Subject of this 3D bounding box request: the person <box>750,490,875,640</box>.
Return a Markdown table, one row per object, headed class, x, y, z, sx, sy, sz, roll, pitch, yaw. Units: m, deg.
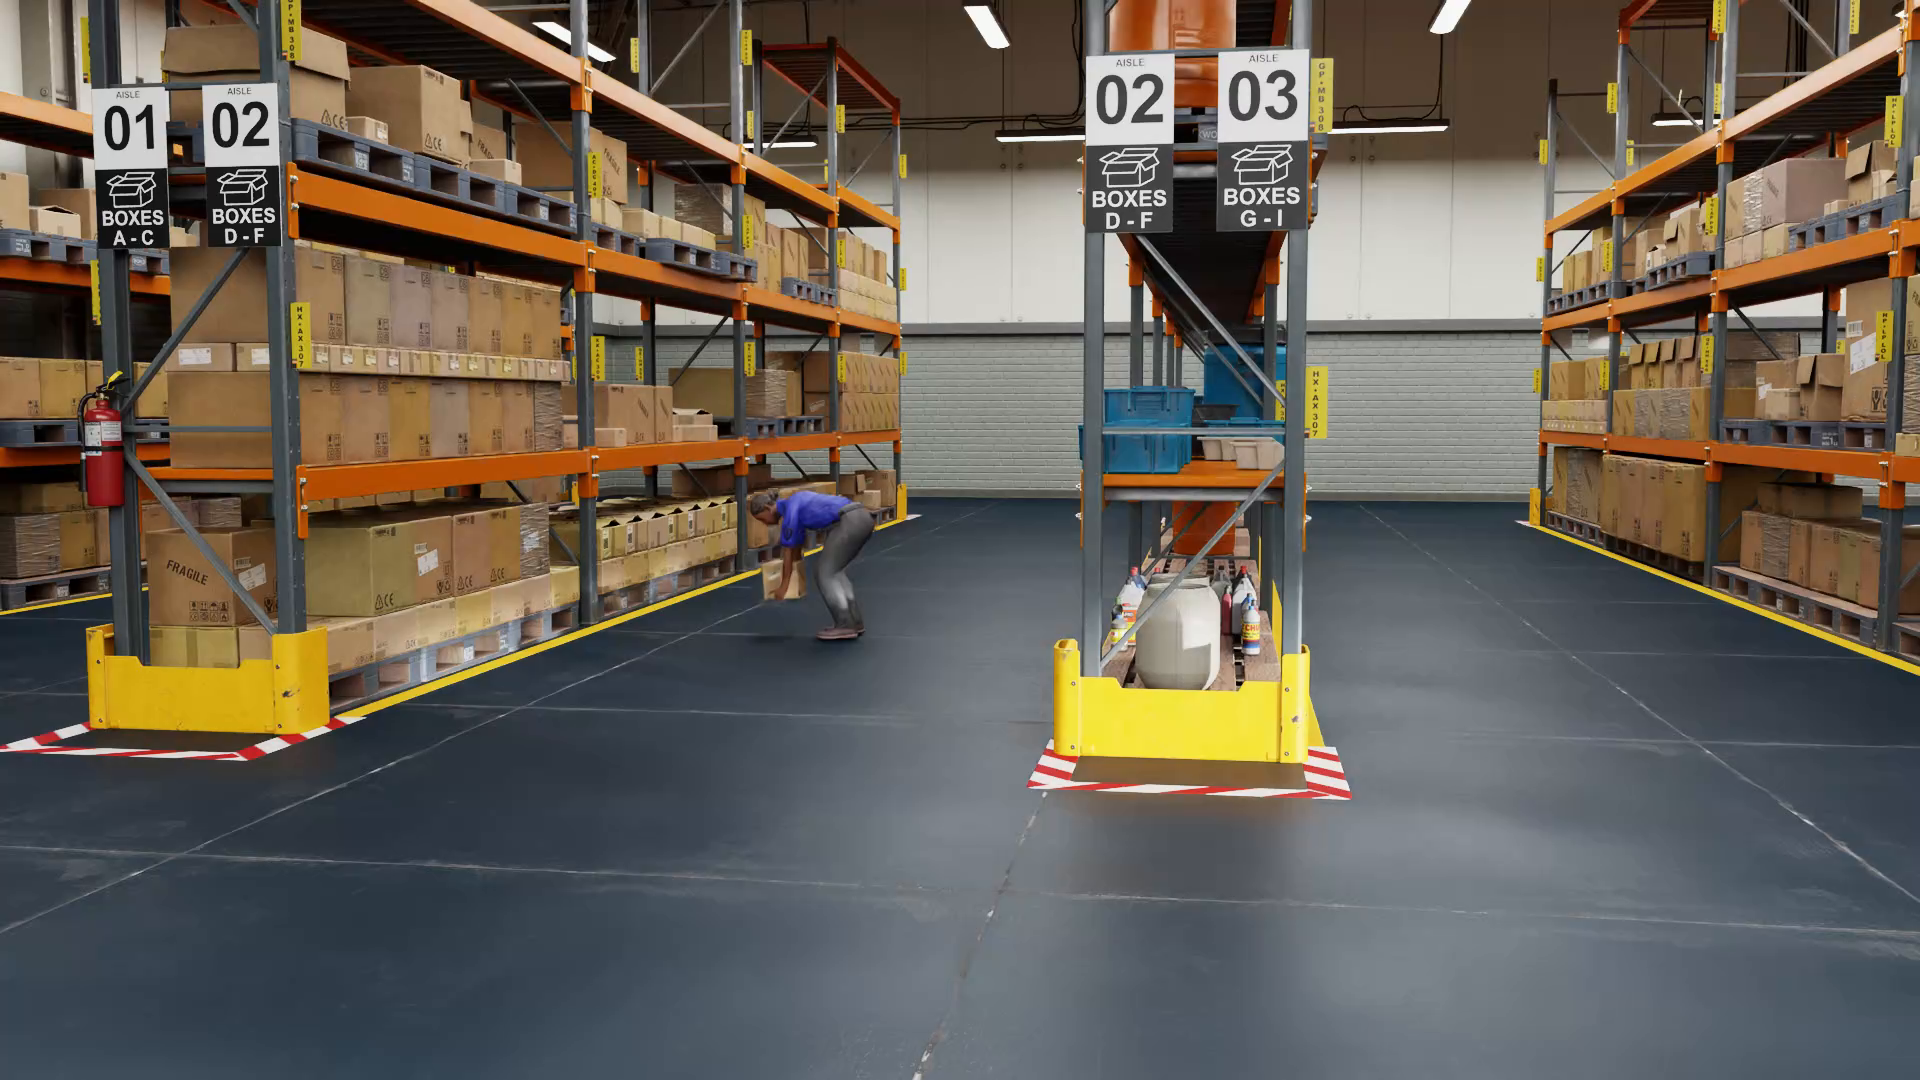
| class | x | y | z | sx | sy | sz | roll | pitch | yaw |
| --- | --- | --- | --- | --- | --- | --- | --- | --- | --- |
| person | -1.043 | 0.170 | 11.721 | 0.876 | 1.038 | 0.429 | 1 | 5 | 7 |
